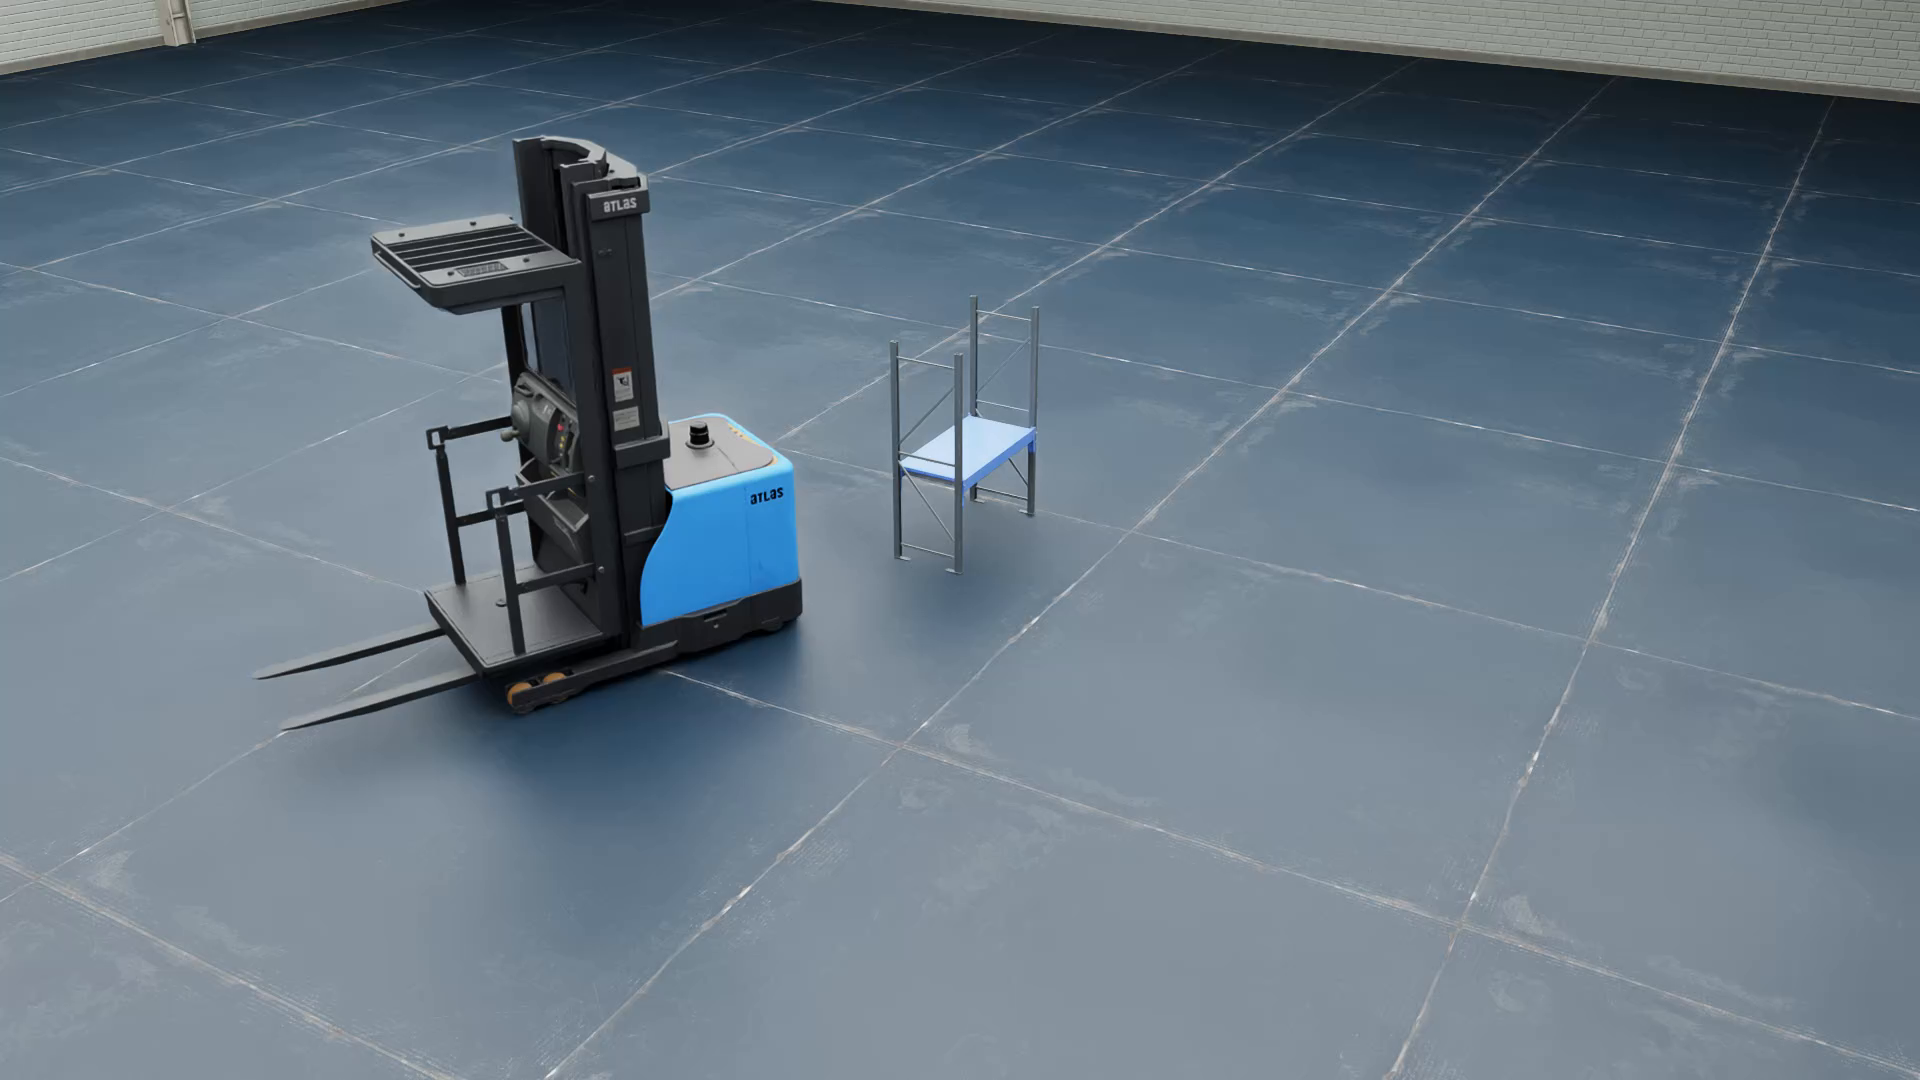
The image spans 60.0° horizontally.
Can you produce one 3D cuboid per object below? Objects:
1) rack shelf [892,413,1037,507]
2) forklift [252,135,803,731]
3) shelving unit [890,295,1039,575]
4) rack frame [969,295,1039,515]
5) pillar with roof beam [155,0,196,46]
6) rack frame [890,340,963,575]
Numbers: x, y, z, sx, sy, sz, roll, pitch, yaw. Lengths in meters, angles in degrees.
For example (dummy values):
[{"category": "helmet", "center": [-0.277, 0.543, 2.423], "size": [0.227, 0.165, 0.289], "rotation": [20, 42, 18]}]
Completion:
[{"category": "rack shelf", "center": [0.042, -0.543, 10.981], "size": [0.538, 0.185, 1.000], "rotation": [14, 30, 26]}, {"category": "forklift", "center": [-2.469, -0.618, 9.129], "size": [3.031, 2.935, 1.130], "rotation": [-17, 31, -30]}, {"category": "shelving unit", "center": [0.042, -0.704, 10.901], "size": [0.538, 1.500, 1.048], "rotation": [14, 30, 26]}, {"category": "rack frame", "center": [0.292, -0.902, 11.296], "size": [0.500, 1.500, 0.032], "rotation": [14, 30, 26]}, {"category": "pillar with roof beam", "center": [-9.226, -11.334, 23.759], "size": [9.100, 9.000, 0.400], "rotation": [14, 30, 26]}, {"category": "rack frame", "center": [-0.208, -0.506, 10.505], "size": [0.500, 1.500, 0.032], "rotation": [14, 30, 26]}]
